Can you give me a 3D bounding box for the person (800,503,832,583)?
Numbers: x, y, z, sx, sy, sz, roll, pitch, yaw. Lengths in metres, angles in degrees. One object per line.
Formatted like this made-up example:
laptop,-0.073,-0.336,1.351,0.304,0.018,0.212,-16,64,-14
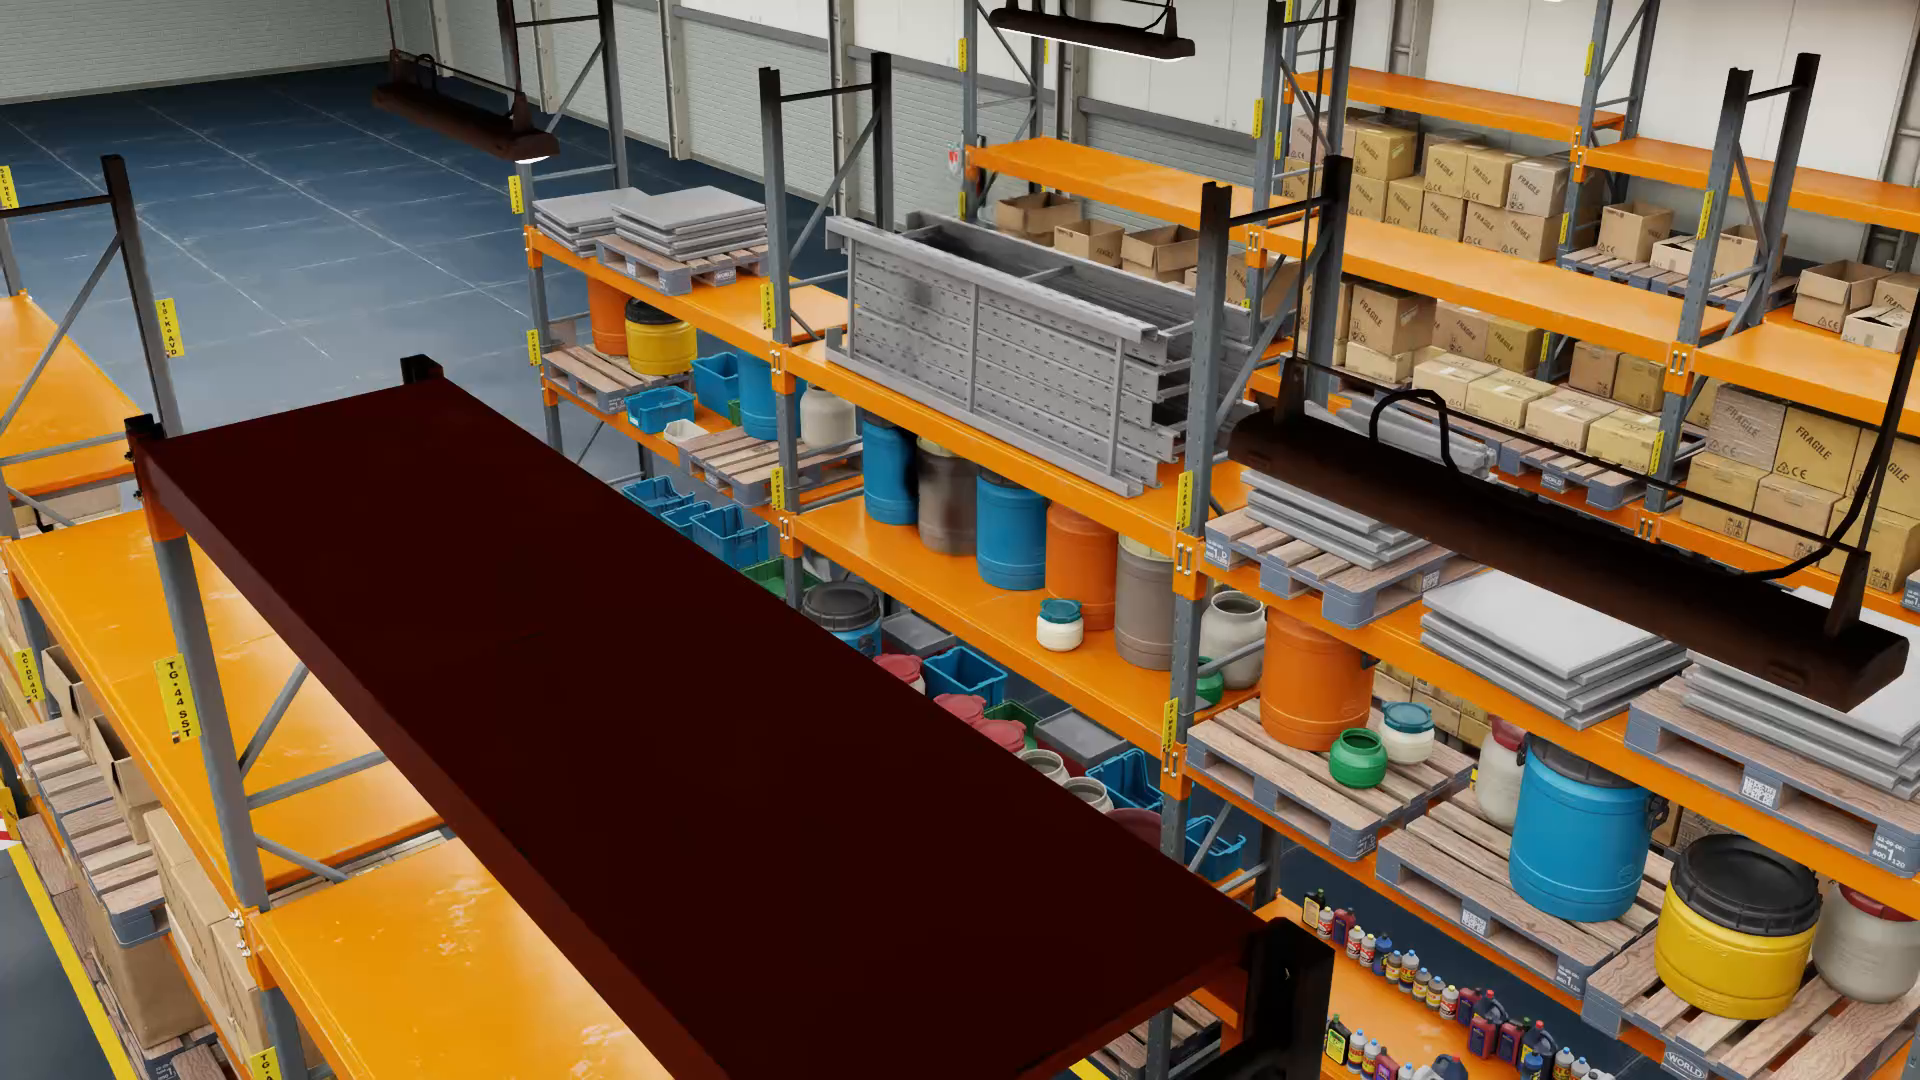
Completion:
person,-1.523,-0.162,16.623,0.673,1.747,0.607,-18,31,-33
